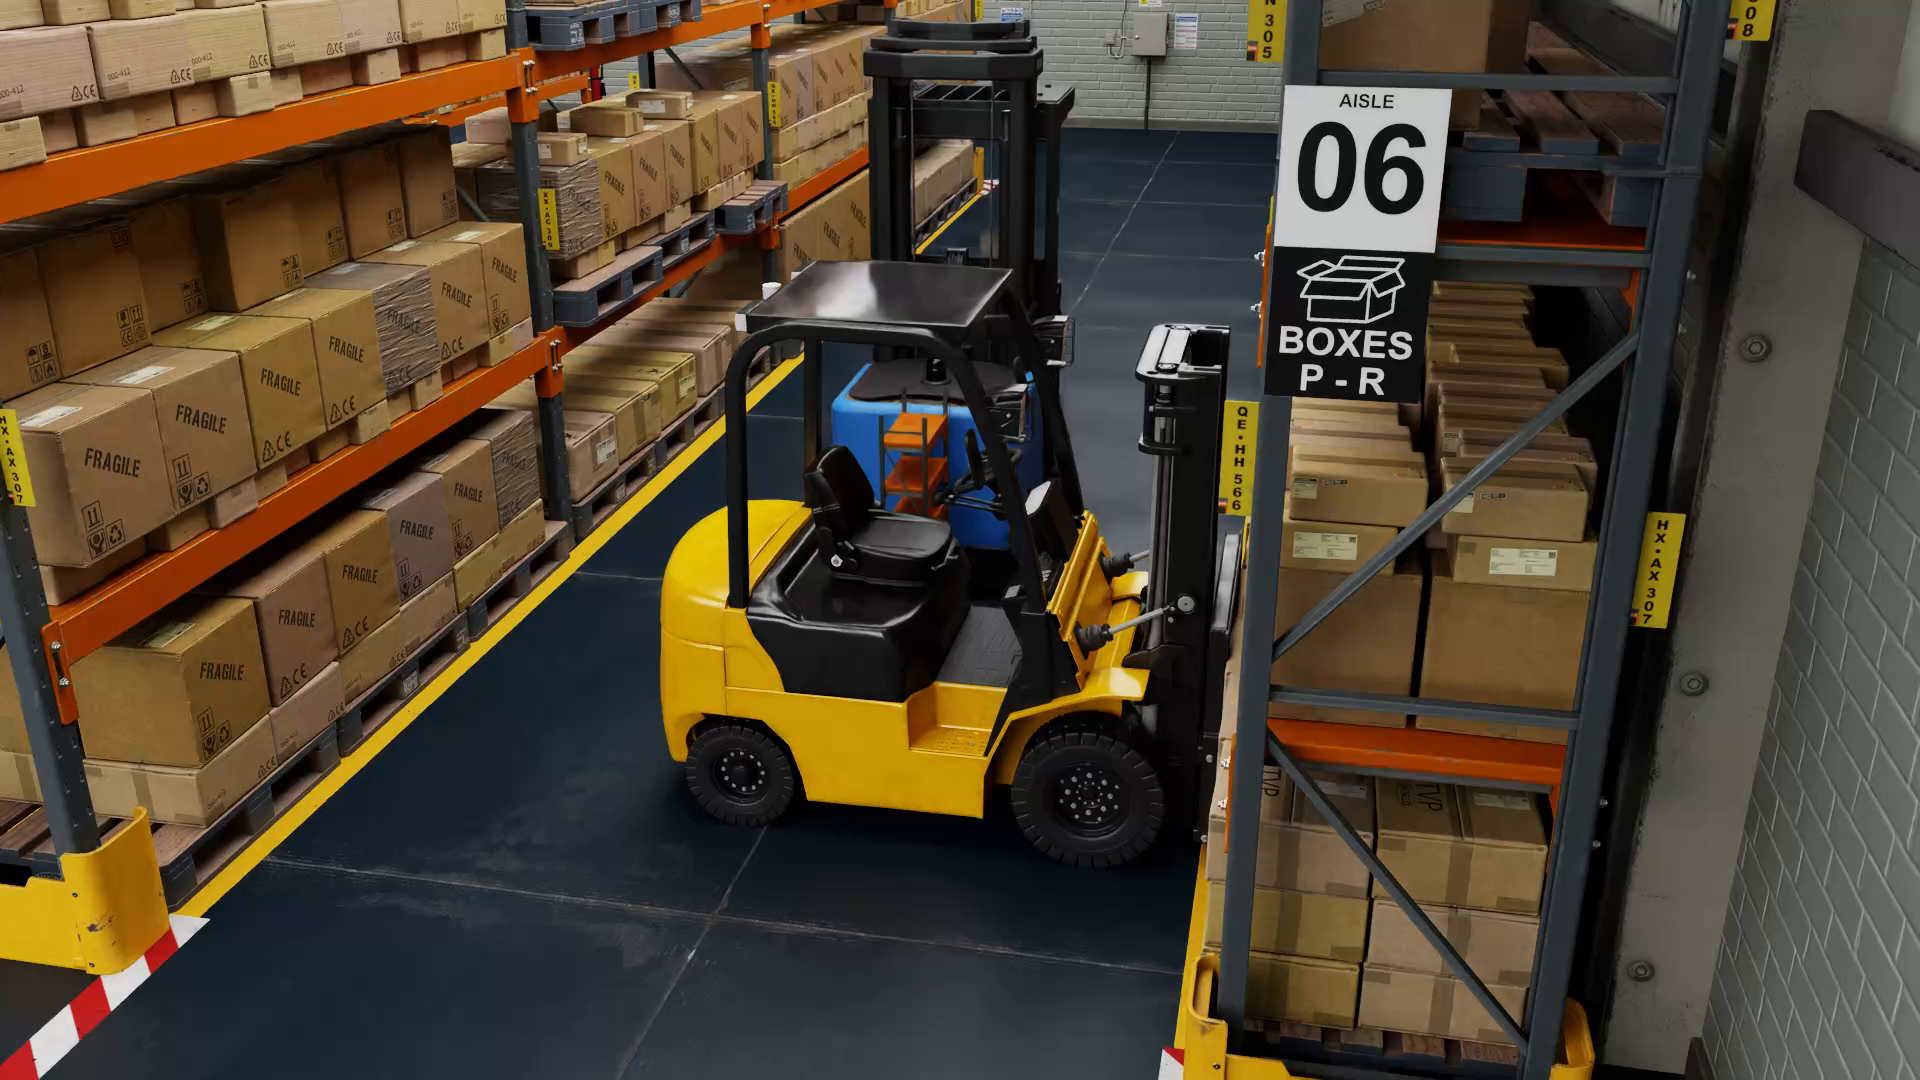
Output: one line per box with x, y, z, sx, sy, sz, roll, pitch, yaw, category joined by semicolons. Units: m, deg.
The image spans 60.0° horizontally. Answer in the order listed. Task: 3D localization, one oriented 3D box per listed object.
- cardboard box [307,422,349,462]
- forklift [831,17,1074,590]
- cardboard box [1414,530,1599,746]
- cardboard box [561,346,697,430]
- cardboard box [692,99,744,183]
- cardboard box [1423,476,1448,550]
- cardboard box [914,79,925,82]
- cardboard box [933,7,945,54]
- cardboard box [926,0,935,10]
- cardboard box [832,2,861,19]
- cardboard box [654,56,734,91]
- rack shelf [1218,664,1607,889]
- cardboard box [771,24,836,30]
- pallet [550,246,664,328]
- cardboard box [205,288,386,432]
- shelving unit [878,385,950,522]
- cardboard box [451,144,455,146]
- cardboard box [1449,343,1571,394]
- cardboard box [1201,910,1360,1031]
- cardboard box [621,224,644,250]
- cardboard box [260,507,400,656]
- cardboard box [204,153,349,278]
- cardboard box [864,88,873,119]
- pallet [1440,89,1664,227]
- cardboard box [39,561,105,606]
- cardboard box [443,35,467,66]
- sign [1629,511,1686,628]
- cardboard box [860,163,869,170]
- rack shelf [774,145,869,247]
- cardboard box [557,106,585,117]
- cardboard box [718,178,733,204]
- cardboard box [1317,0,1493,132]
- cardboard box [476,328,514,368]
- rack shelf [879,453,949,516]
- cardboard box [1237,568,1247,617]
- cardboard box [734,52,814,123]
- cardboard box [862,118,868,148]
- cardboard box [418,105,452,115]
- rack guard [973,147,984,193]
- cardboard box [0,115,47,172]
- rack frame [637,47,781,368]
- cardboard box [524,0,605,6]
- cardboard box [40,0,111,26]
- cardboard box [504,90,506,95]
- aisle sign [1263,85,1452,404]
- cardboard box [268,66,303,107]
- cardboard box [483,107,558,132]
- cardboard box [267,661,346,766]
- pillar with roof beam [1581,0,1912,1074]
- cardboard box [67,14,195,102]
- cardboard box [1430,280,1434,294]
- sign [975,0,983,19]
-2.934;-0.461;7.320;0.380;0.149;0.250;4;22;9;cardboard box
0.067;-1.606;9.918;1.130;2.935;3.031;4;22;9;forklift
1.661;0.267;5.040;0.500;0.500;0.500;5;23;13;cardboard box
-2.367;-1.052;11.405;0.950;0.372;0.625;5;23;13;cardboard box
-1.855;-2.831;11.773;0.500;0.500;0.500;4;22;10;cardboard box
1.600;-0.073;5.017;0.380;0.149;0.250;4;22;11;cardboard box
-0.664;-4.674;17.309;0.500;0.500;0.500;5;22;11;cardboard box
-0.459;-5.513;18.054;0.500;0.500;0.500;4;22;11;cardboard box
-0.475;-5.754;17.785;0.380;0.149;0.250;5;22;11;cardboard box
-1.212;-5.328;16.727;0.380;0.149;0.250;5;22;12;cardboard box
-2.090;-3.548;13.176;0.500;0.500;0.500;4;22;9;cardboard box
1.696;0.076;6.612;1.077;0.370;4.000;4;22;11;rack shelf
-1.494;-4.663;15.944;0.500;0.500;0.500;5;22;12;cardboard box
-2.457;-1.546;9.933;1.003;0.211;1.213;4;22;11;pallet
-2.902;-0.802;7.299;0.500;0.500;0.500;4;22;10;cardboard box
-0.230;-0.146;8.596;0.258;1.200;0.503;4;24;11;shelving unit
-5.862;-4.595;19.705;0.380;0.149;0.250;5;22;12;cardboard box
1.937;-0.585;5.890;0.380;0.149;0.250;4;22;10;cardboard box
1.075;1.359;5.584;0.500;0.250;0.500;5;22;11;cardboard box
-2.197;-1.913;10.363;0.380;0.149;0.250;5;22;12;cardboard box
-2.919;0.173;7.525;0.500;0.500;0.500;5;22;12;cardboard box
-3.312;-1.503;7.700;0.700;0.500;0.500;4;22;10;cardboard box
-1.070;-4.091;15.528;0.500;0.250;0.500;5;22;12;cardboard box
1.458;-1.133;4.755;1.003;0.211;1.213;4;22;11;pallet
-3.300;0.105;5.914;0.380;0.149;0.250;5;22;11;cardboard box
-2.659;-2.417;8.160;0.380;0.149;0.250;5;22;12;cardboard box
1.830;0.080;4.375;0.100;0.325;0.005;4;22;11;sign
-1.171;-3.268;16.235;0.875;0.875;0.875;5;23;13;cardboard box
-1.531;-3.227;14.813;1.077;0.370;4.000;4;22;11;rack shelf
-2.459;-2.675;11.387;0.500;0.500;0.500;5;22;12;cardboard box
-1.826;-2.479;11.767;0.380;0.149;0.250;3;22;8;cardboard box
1.140;-1.386;4.434;0.500;0.500;0.500;5;23;13;cardboard box
-2.567;-1.017;8.700;0.380;0.149;0.250;5;22;12;cardboard box
-0.230;-0.290;8.535;0.258;0.148;0.480;4;24;11;rack shelf
1.379;0.341;6.771;0.500;0.250;0.500;4;22;10;cardboard box
-1.508;-3.683;13.511;0.500;0.500;0.500;5;22;11;cardboard box
-1.073;-3.853;15.606;0.500;0.250;0.500;4;22;10;cardboard box
-5.611;-4.594;17.582;0.380;0.149;0.250;5;23;13;cardboard box
-0.302;-4.604;20.616;1.175;0.500;0.348;4;22;11;rack guard
-3.186;-1.275;5.324;0.380;0.149;0.250;4;22;11;cardboard box
-1.939;-2.829;12.863;1.000;3.000;0.127;4;22;11;rack frame
-2.244;-3.066;9.074;0.500;0.250;0.500;4;22;9;cardboard box
-3.152;-1.842;5.667;0.380;0.149;0.250;4;22;11;cardboard box
-5.381;-5.181;19.040;0.380;0.149;0.250;5;23;13;cardboard box
0.987;-0.730;4.172;0.394;0.787;0.004;4;22;11;aisle sign
-2.912;-1.847;6.745;0.380;0.149;0.250;4;22;9;cardboard box
-2.722;-2.587;10.300;0.380;0.149;0.250;4;22;9;cardboard box
-3.025;0.717;7.175;0.500;0.250;0.500;5;23;13;cardboard box
-1.902;-2.823;4.818;9.100;9.000;0.400;4;22;11;pillar with roof beam
-3.096;-1.710;5.872;0.500;0.250;0.500;4;22;10;cardboard box
2.202;-1.148;7.289;0.380;0.149;0.250;4;22;10;cardboard box
0.222;-6.355;19.751;0.100;0.325;0.005;4;22;11;sign
